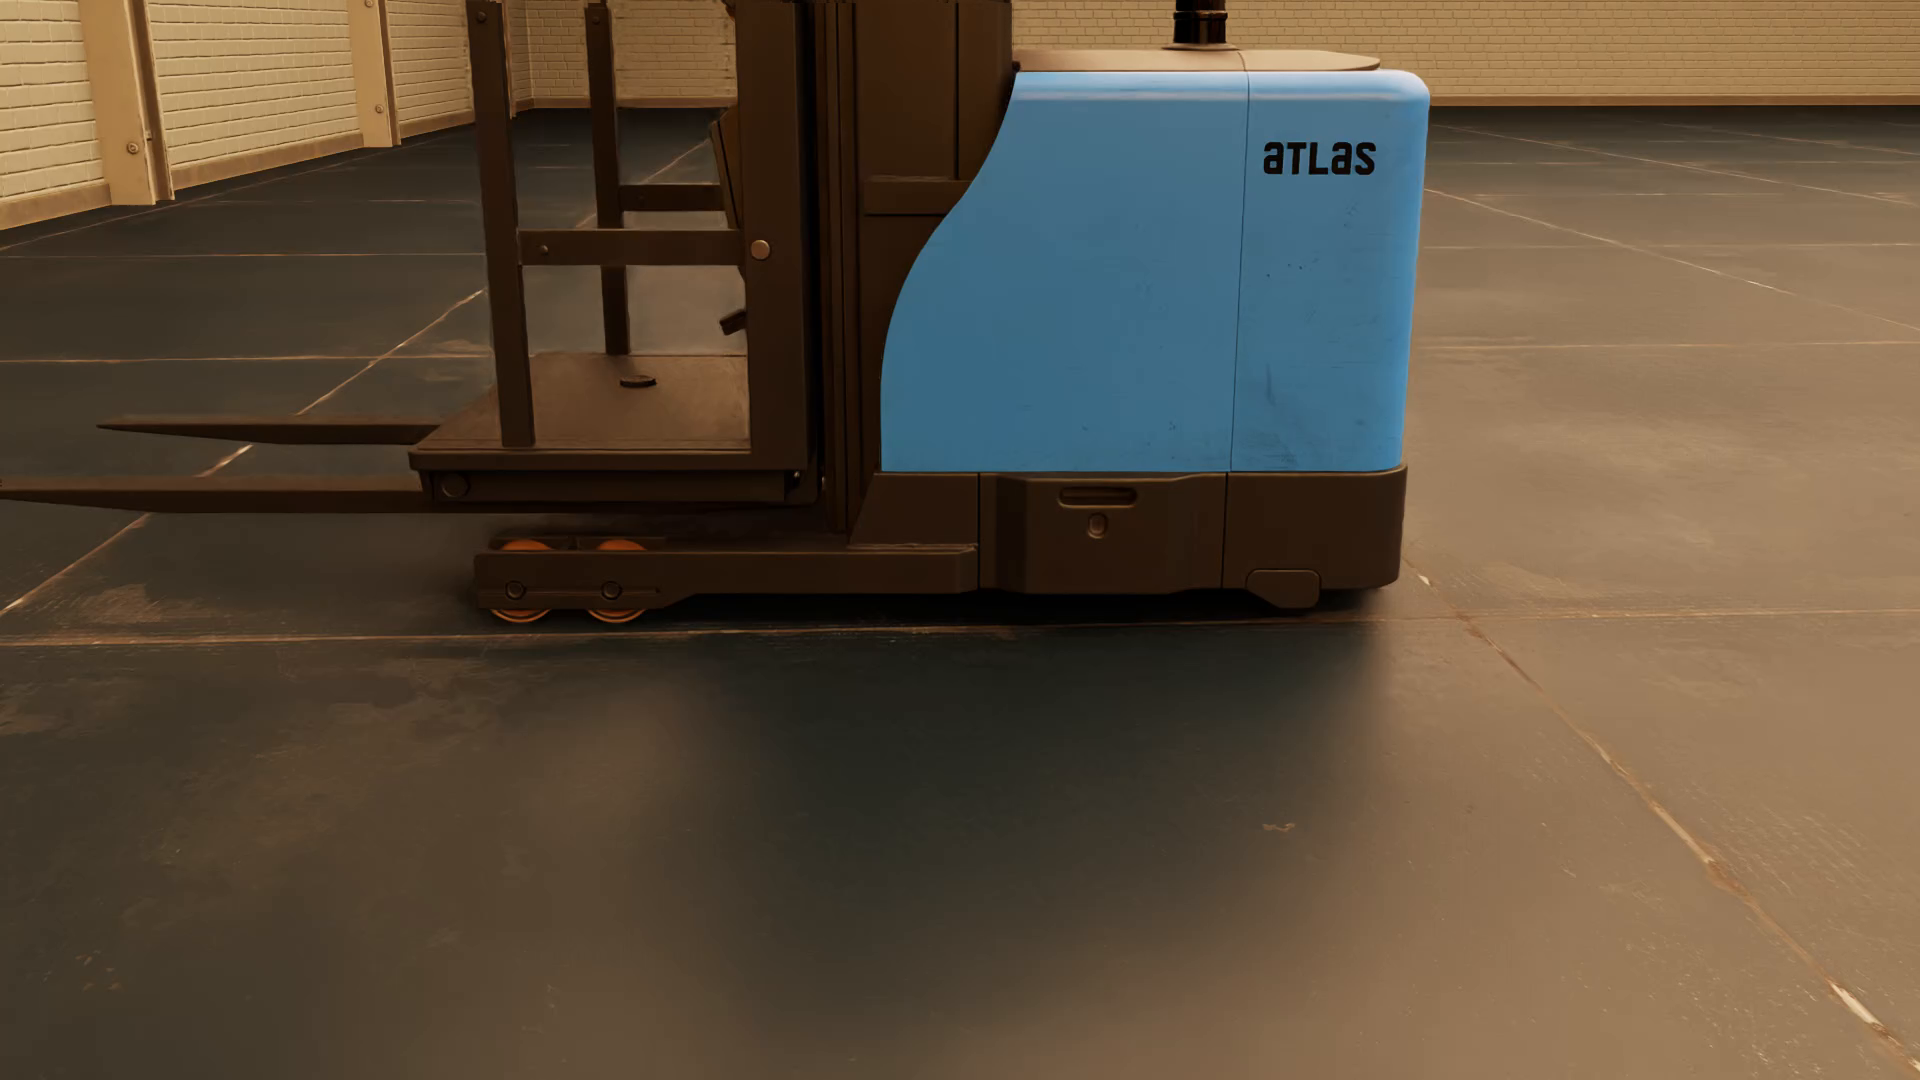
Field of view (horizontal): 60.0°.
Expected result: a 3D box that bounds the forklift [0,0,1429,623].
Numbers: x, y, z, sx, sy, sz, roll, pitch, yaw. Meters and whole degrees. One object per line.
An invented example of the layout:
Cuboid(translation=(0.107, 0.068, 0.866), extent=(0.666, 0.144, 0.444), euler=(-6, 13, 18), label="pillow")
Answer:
Cuboid(translation=(-0.608, -1.388, 3.446), extent=(3.031, 2.935, 1.130), euler=(0, 17, 0), label="forklift")
